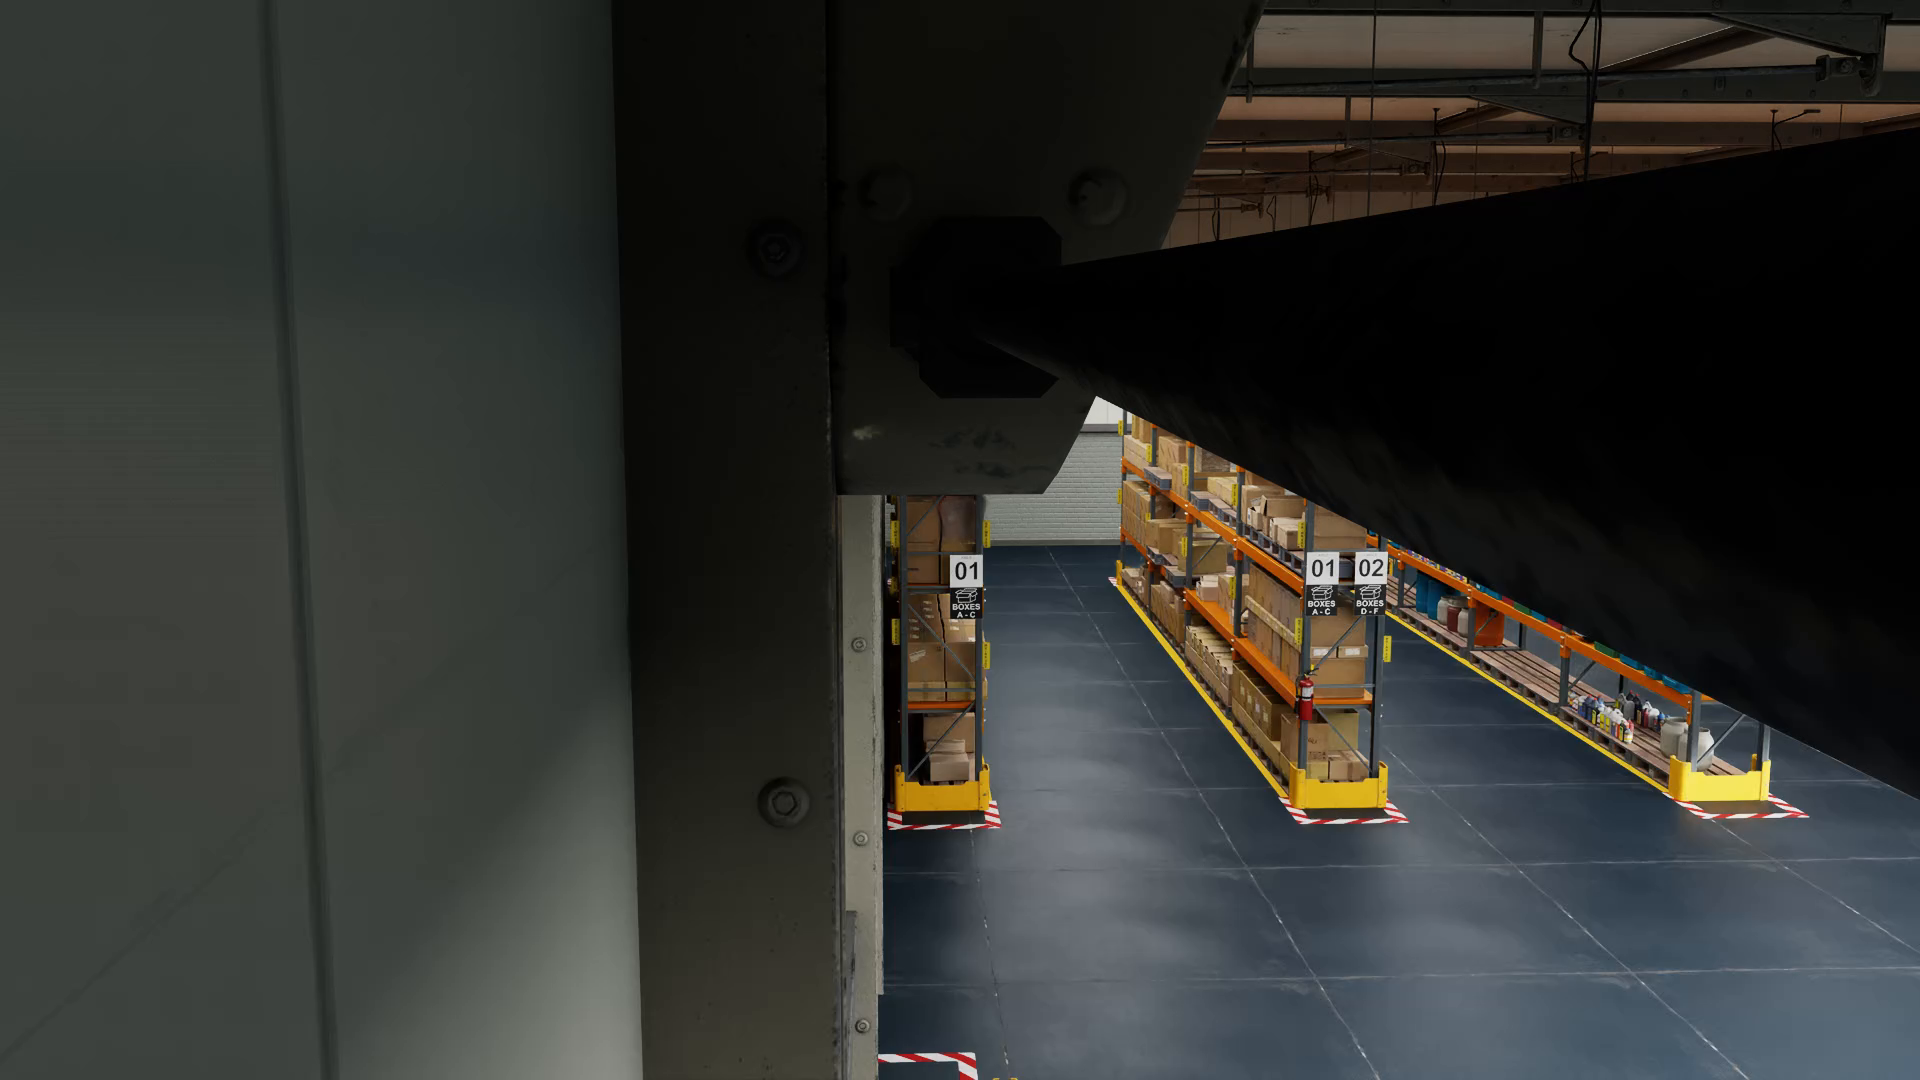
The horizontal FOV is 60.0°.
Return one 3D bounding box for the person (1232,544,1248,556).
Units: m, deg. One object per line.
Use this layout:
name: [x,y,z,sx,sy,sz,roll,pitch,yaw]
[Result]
person: [6.014,0.343,35.167,0.598,1.663,0.873,-2,9,-13]
